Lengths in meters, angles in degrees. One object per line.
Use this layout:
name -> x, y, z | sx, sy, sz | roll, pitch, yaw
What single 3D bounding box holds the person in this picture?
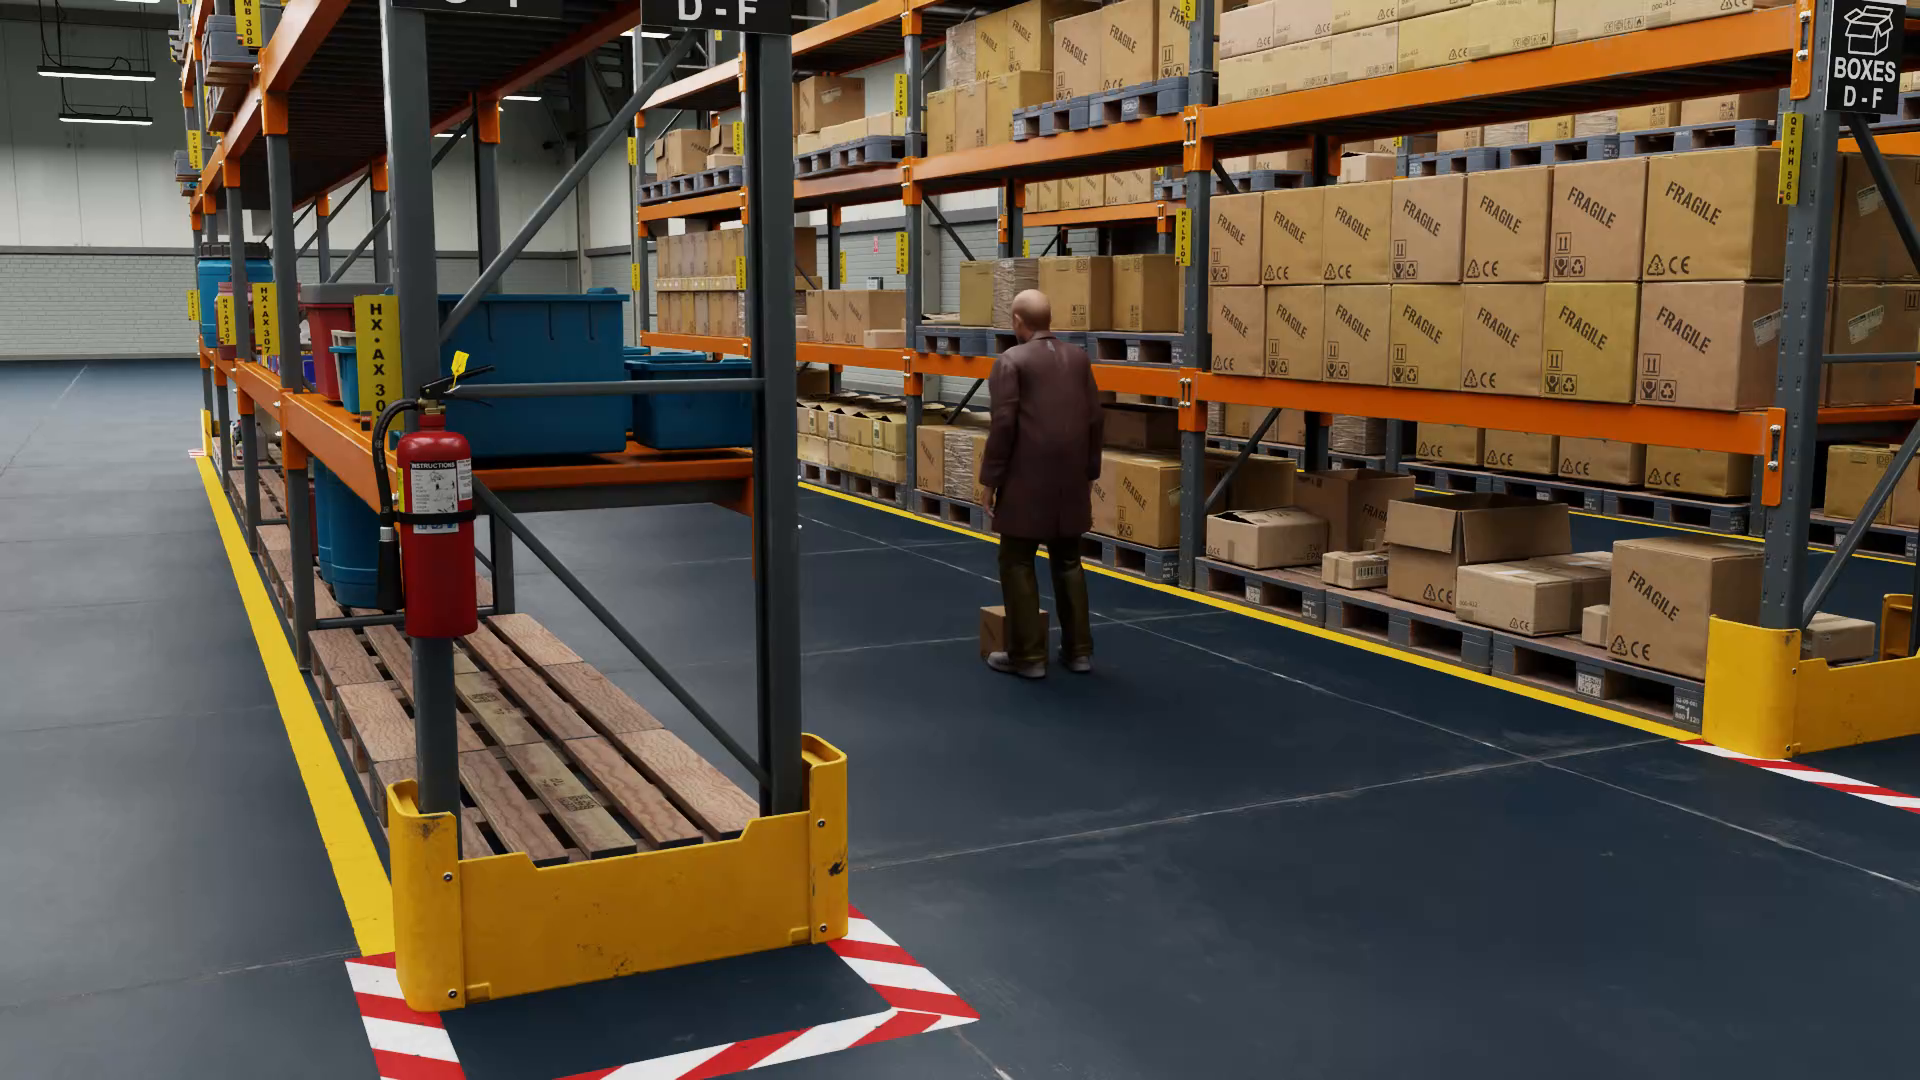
person -> 0.369, -0.262, 7.679 | 0.648, 1.772, 0.429 | -5, 10, -29
